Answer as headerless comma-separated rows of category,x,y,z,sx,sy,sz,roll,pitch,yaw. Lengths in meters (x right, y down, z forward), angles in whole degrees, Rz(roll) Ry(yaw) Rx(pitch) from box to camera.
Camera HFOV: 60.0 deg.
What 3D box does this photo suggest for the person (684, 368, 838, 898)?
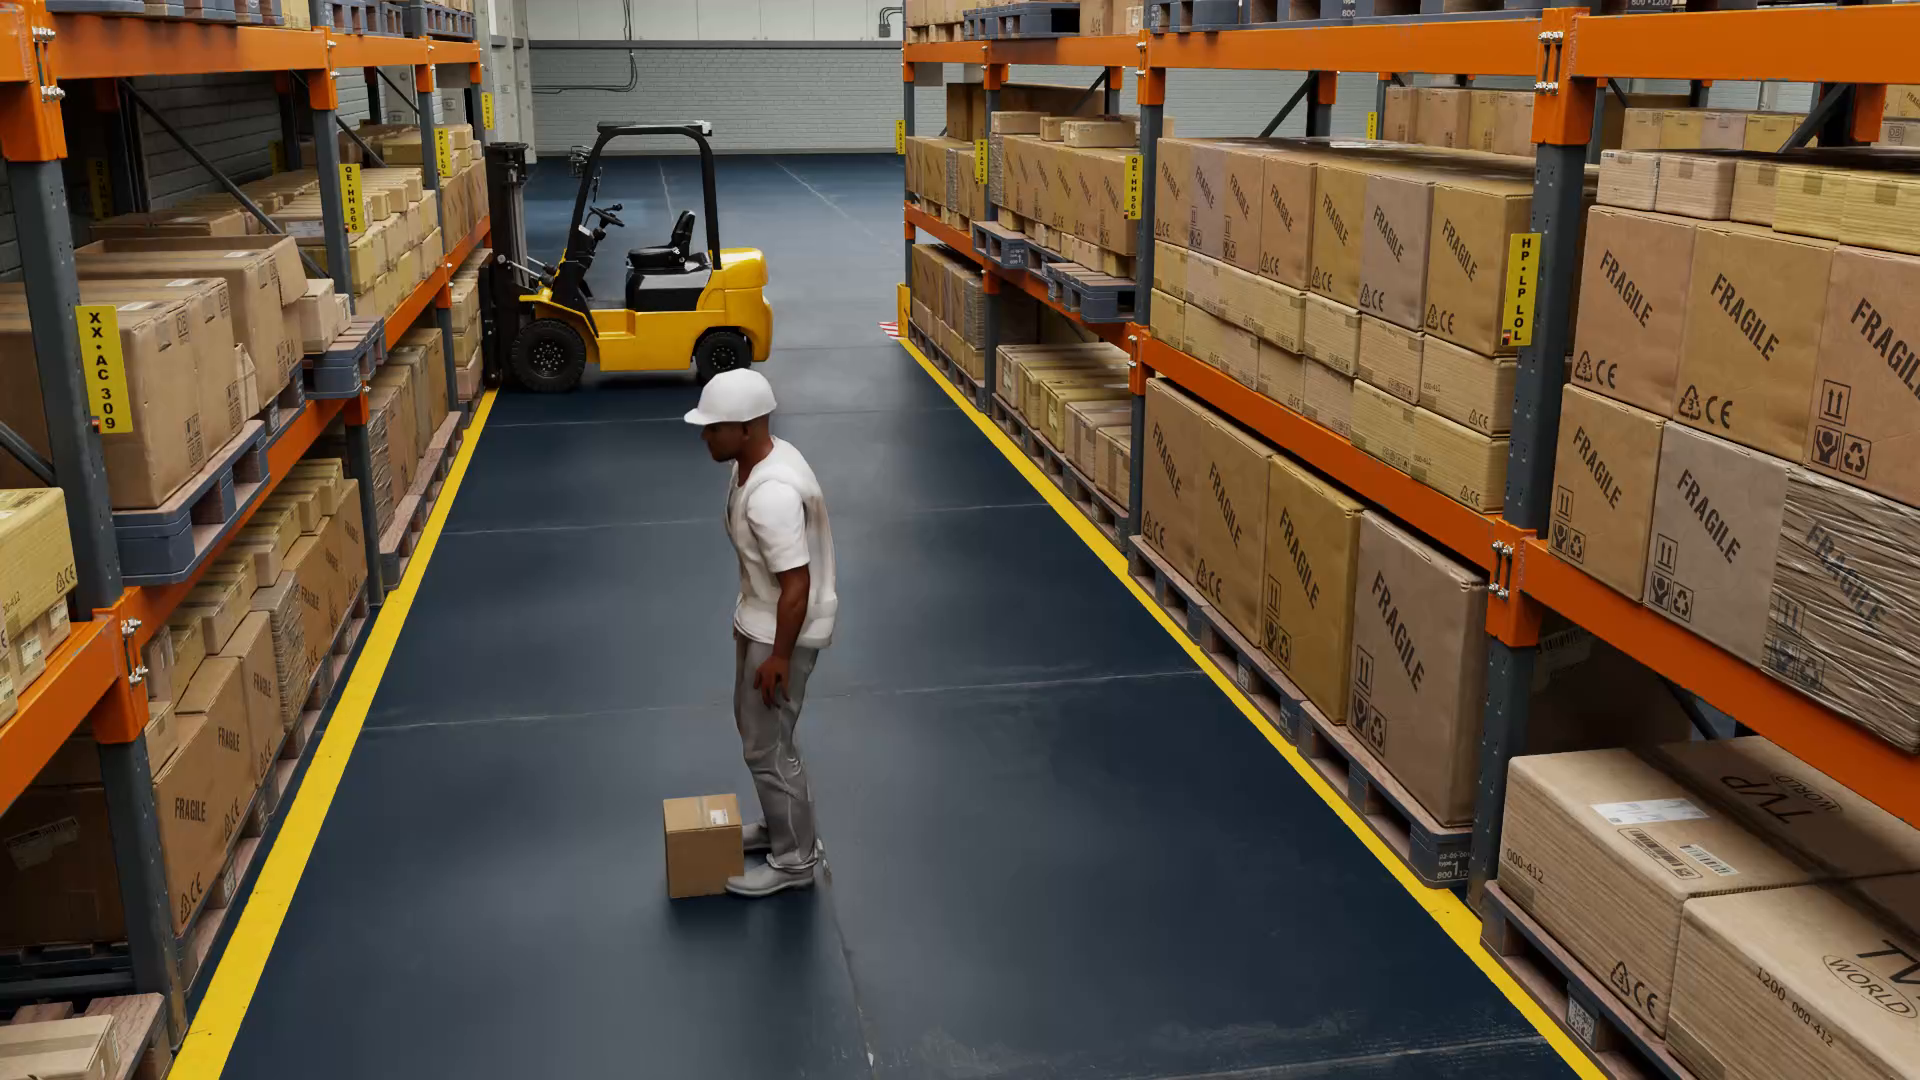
person,-0.644,0.298,5.482,0.463,1.759,0.626,-4,17,-13
